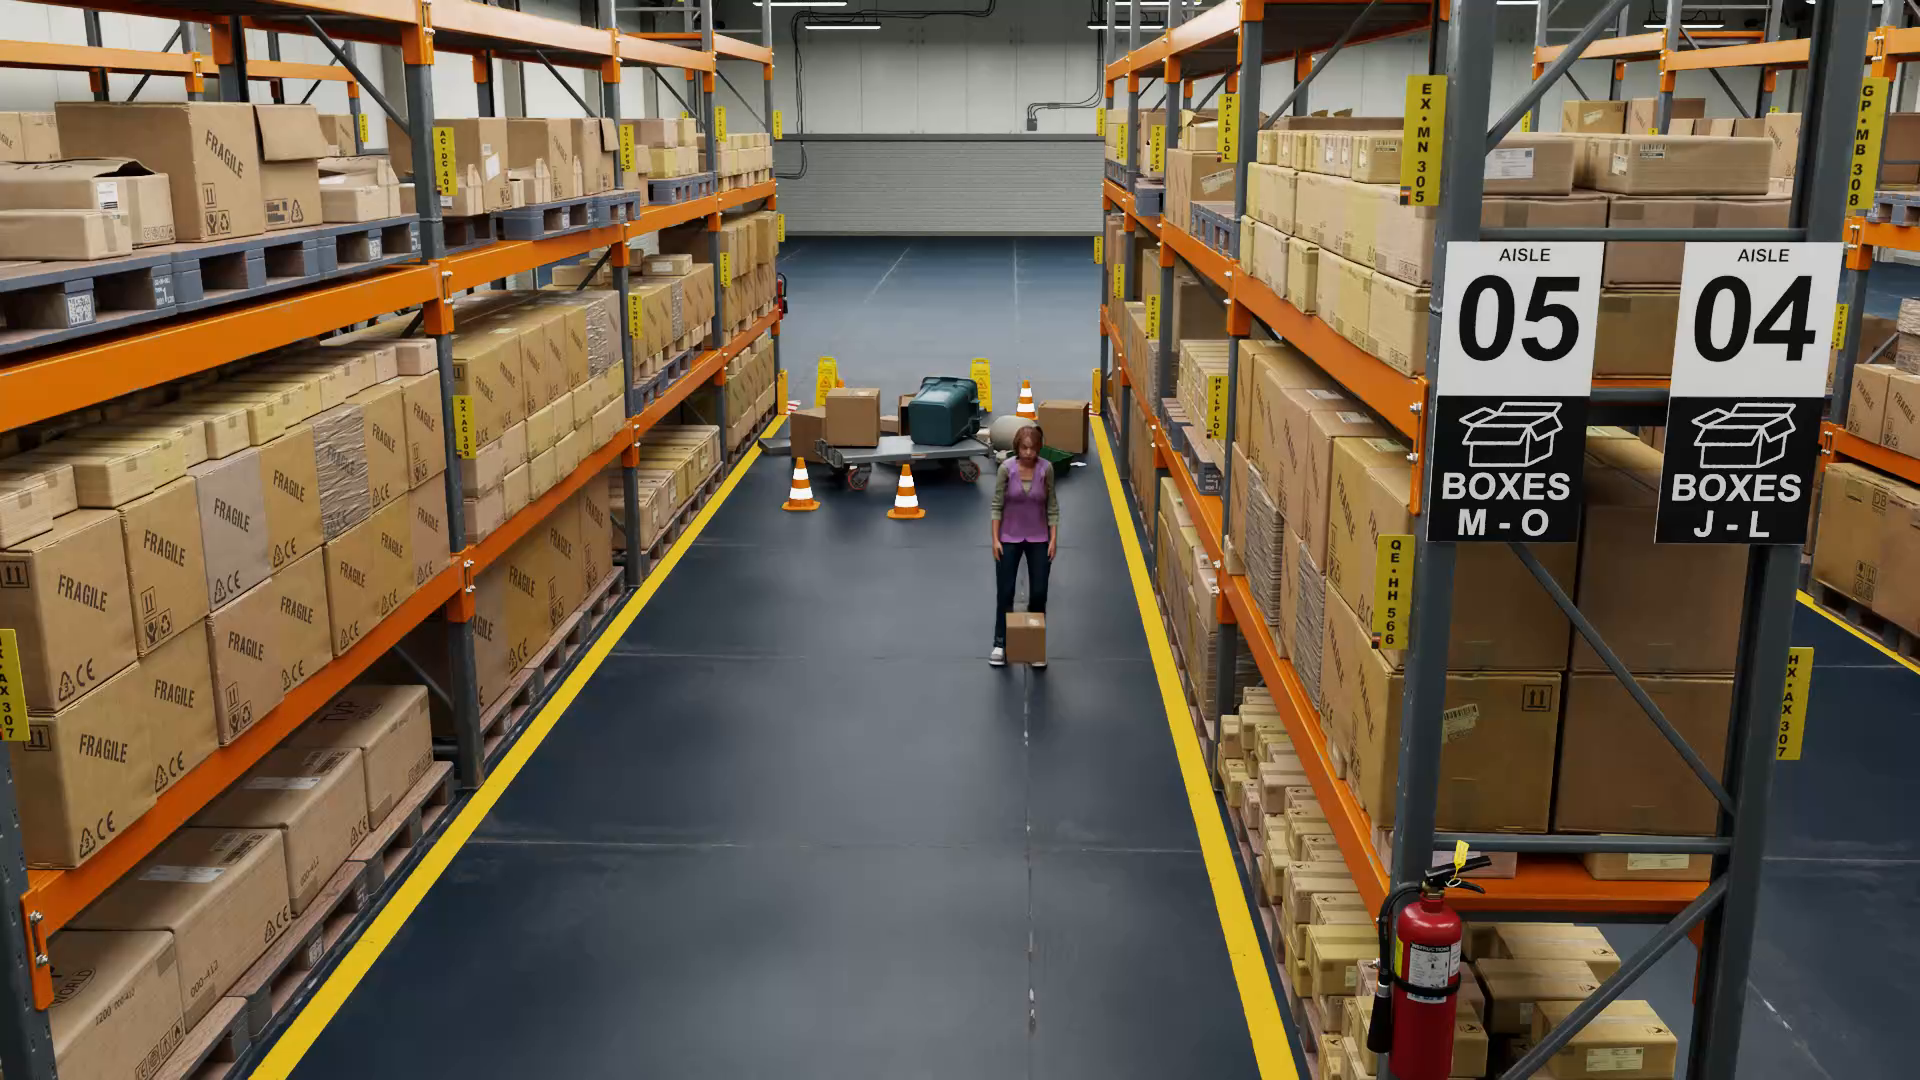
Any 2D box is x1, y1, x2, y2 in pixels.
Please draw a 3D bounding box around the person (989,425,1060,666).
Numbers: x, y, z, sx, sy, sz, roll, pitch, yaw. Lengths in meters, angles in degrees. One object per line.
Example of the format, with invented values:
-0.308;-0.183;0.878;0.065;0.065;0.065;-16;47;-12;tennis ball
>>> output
0.423;0.032;10.896;0.458;1.594;0.374;0;14;0;person
